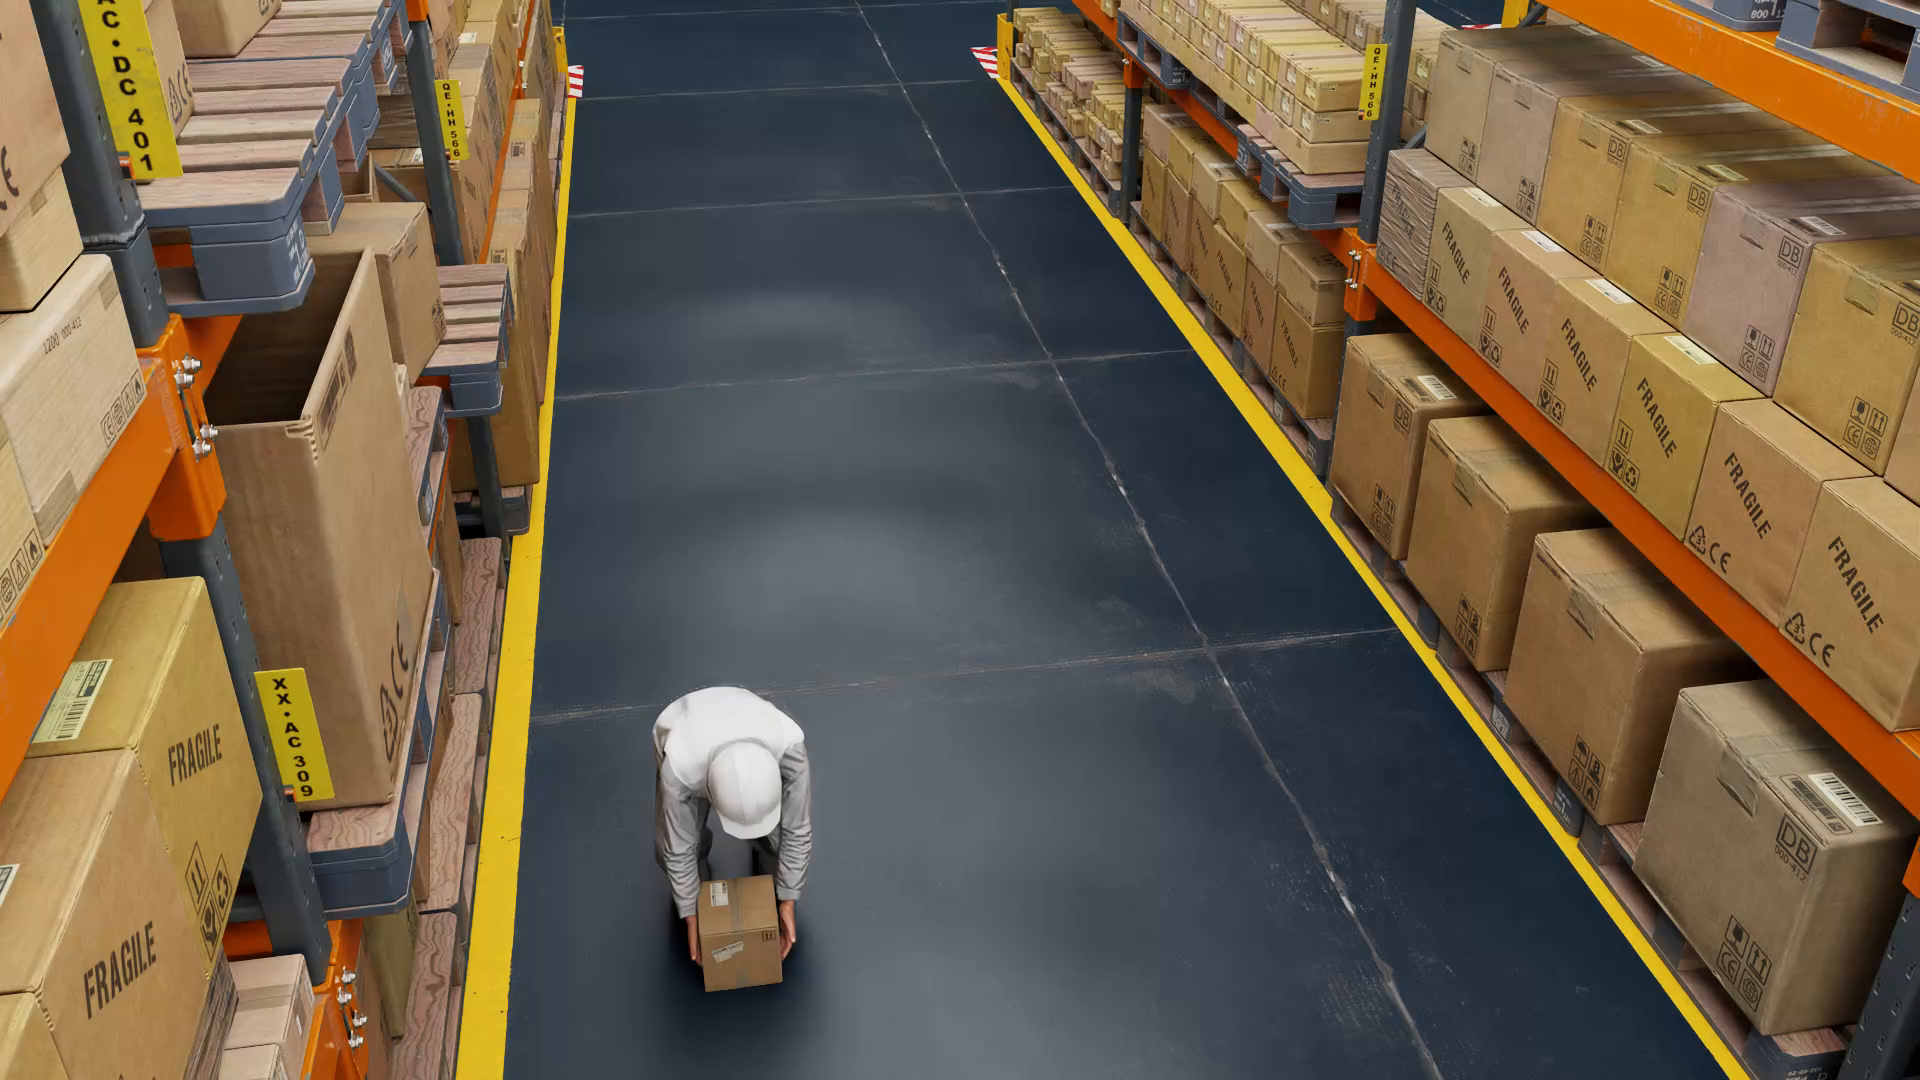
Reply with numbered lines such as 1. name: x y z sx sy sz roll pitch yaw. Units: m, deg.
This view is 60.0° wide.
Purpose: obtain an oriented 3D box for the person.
1. person: -0.768 0.857 5.539 0.531 0.879 0.919 -5 31 -9
